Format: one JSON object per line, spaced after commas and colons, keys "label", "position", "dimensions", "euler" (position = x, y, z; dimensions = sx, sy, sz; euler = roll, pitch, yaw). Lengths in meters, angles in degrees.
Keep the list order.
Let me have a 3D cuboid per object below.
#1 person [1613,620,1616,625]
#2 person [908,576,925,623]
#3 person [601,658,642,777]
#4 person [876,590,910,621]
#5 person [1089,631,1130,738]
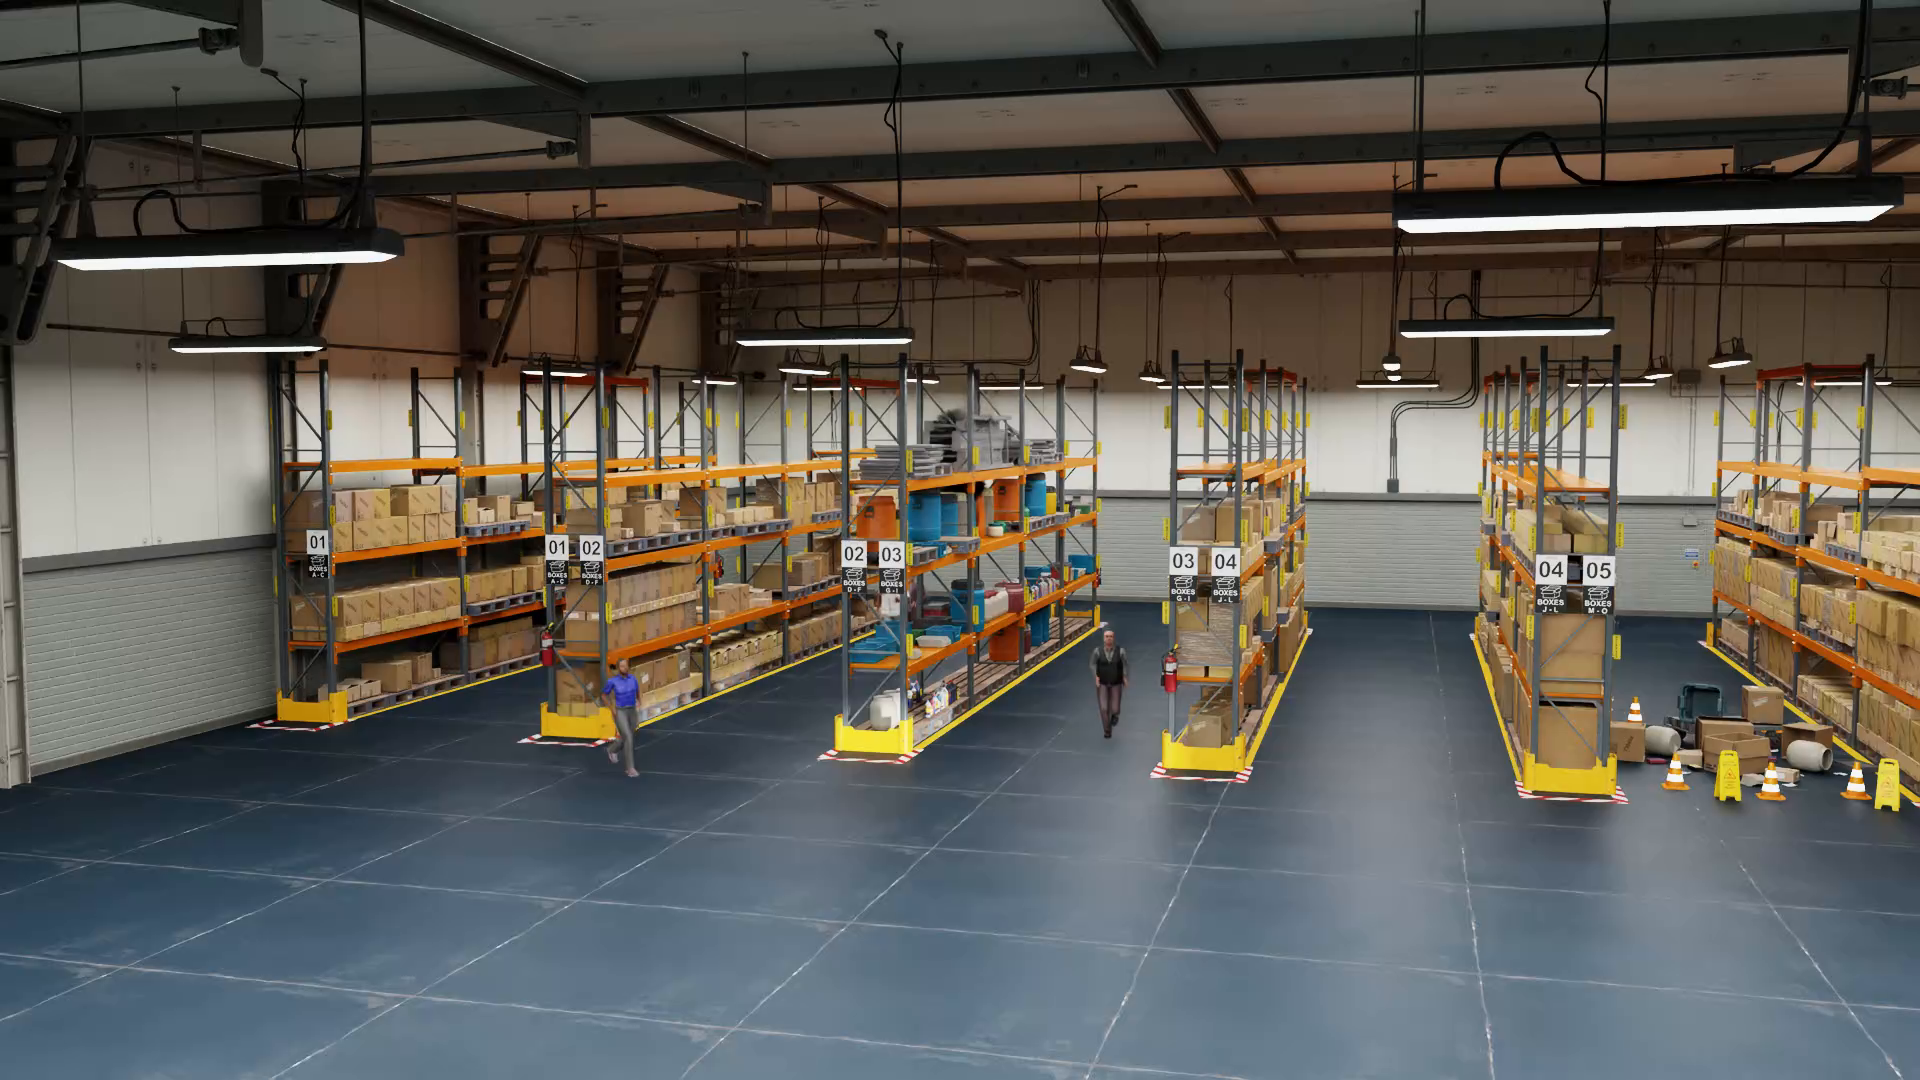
{"label": "person", "position": [14.844, 1.365, 38.712], "dimensions": [0.868, 1.675, 0.578], "euler": [1, 4, 15]}
{"label": "person", "position": [-1.107, 1.541, 36.100], "dimensions": [0.702, 1.738, 0.627], "euler": [0, 4, 5]}
{"label": "person", "position": [-4.780, 2.502, 23.607], "dimensions": [0.574, 1.646, 0.792], "euler": [-4, 6, -43]}
{"label": "person", "position": [-1.318, 1.485, 32.562], "dimensions": [0.701, 1.817, 0.911], "euler": [1, 4, 9]}
{"label": "person", "position": [2.328, 2.239, 25.951], "dimensions": [0.643, 1.670, 0.628], "euler": [0, 4, 4]}
